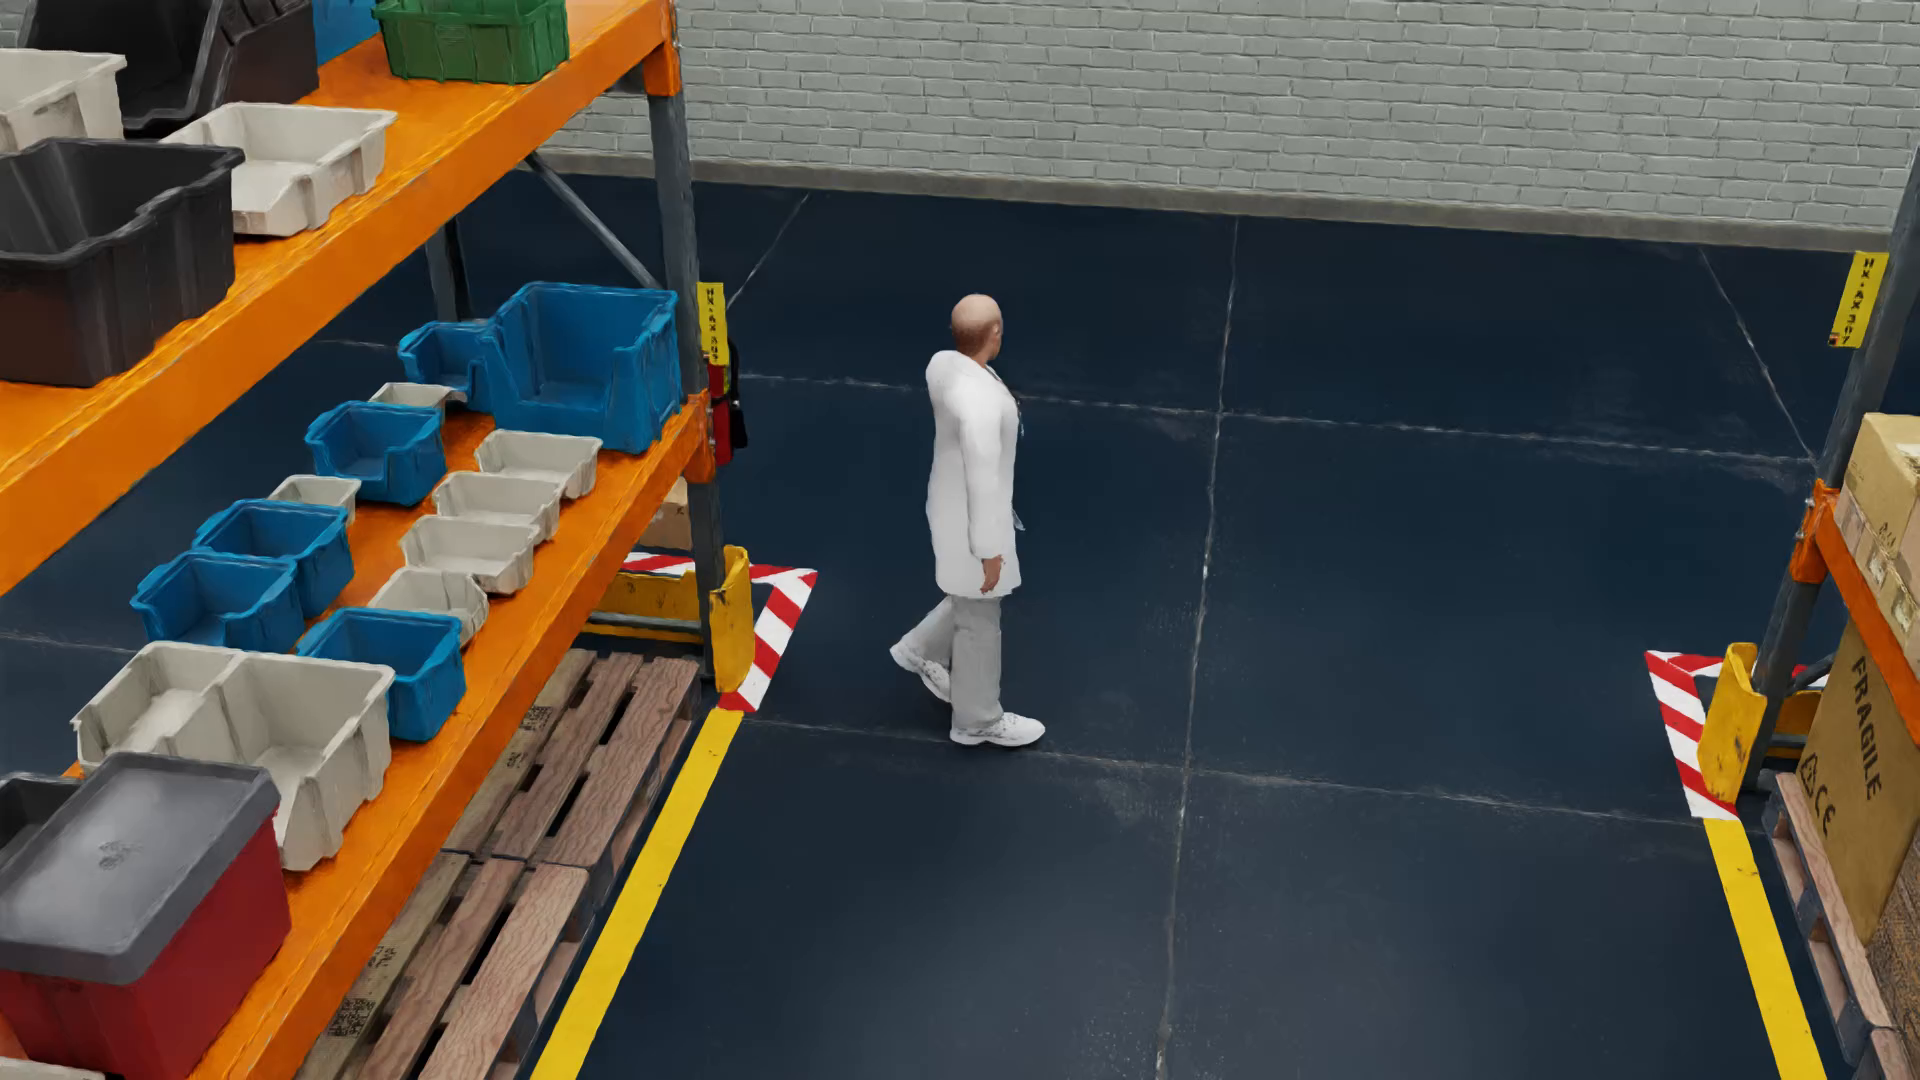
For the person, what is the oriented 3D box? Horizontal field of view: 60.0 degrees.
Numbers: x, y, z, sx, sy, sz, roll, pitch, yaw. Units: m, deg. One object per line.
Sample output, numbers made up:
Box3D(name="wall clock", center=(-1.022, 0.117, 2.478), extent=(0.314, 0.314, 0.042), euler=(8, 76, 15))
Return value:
Box3D(name="person", center=(0.012, -0.077, 6.255), extent=(0.555, 1.763, 0.640), euler=(-7, 33, -11))
